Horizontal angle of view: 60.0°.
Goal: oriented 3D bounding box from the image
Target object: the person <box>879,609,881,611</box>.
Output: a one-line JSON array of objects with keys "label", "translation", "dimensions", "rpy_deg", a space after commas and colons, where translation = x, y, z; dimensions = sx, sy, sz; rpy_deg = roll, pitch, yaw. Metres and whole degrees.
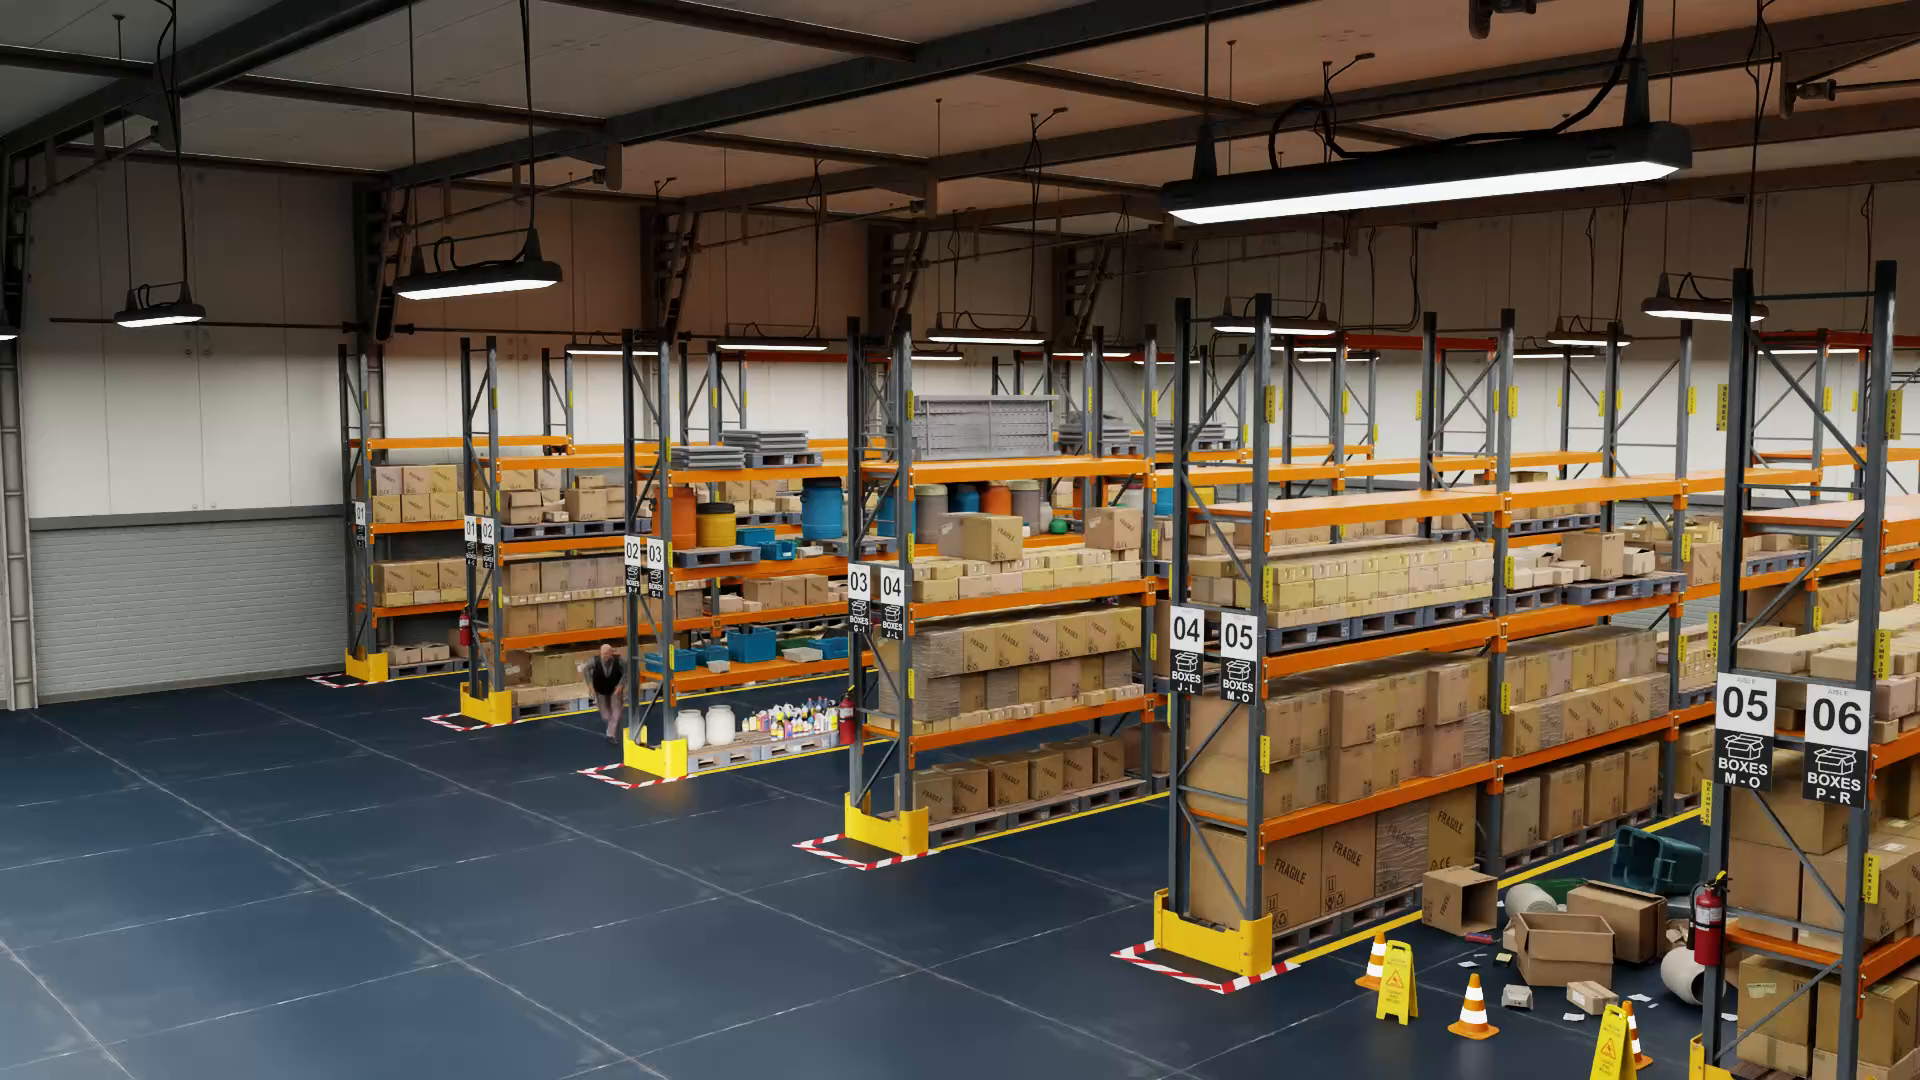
[{"label": "person", "translation": [-1.589, 1.118, 35.702], "dimensions": [0.846, 1.740, 0.564], "rpy_deg": [-5, 7, -44]}]

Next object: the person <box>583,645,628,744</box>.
[{"label": "person", "translation": [-5.168, 2.236, 24.344], "dimensions": [0.672, 1.525, 0.909], "rpy_deg": [-1, 5, -8]}]
